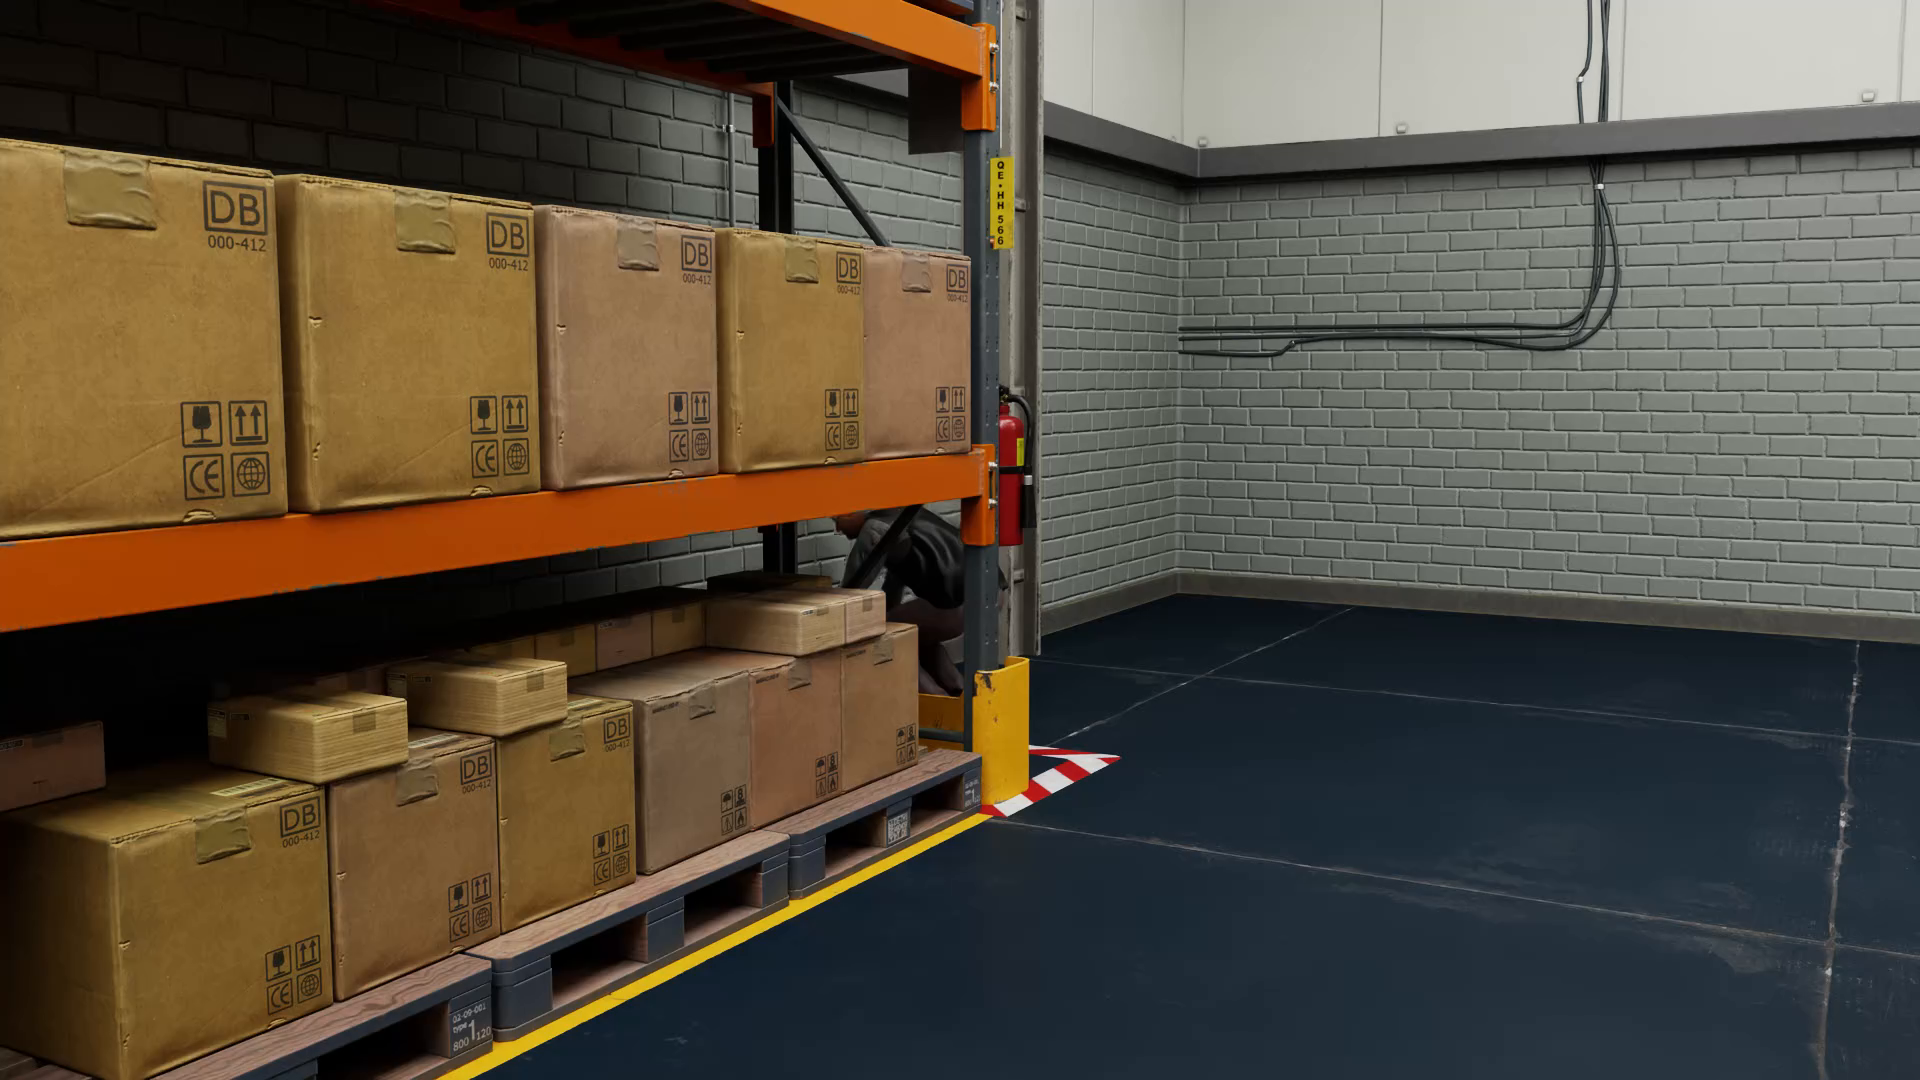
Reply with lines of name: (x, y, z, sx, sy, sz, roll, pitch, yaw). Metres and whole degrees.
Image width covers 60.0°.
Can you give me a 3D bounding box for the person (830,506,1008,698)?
person: (-0.221, 0.291, 7.561, 0.831, 1.082, 0.558, 3, 7, 26)
